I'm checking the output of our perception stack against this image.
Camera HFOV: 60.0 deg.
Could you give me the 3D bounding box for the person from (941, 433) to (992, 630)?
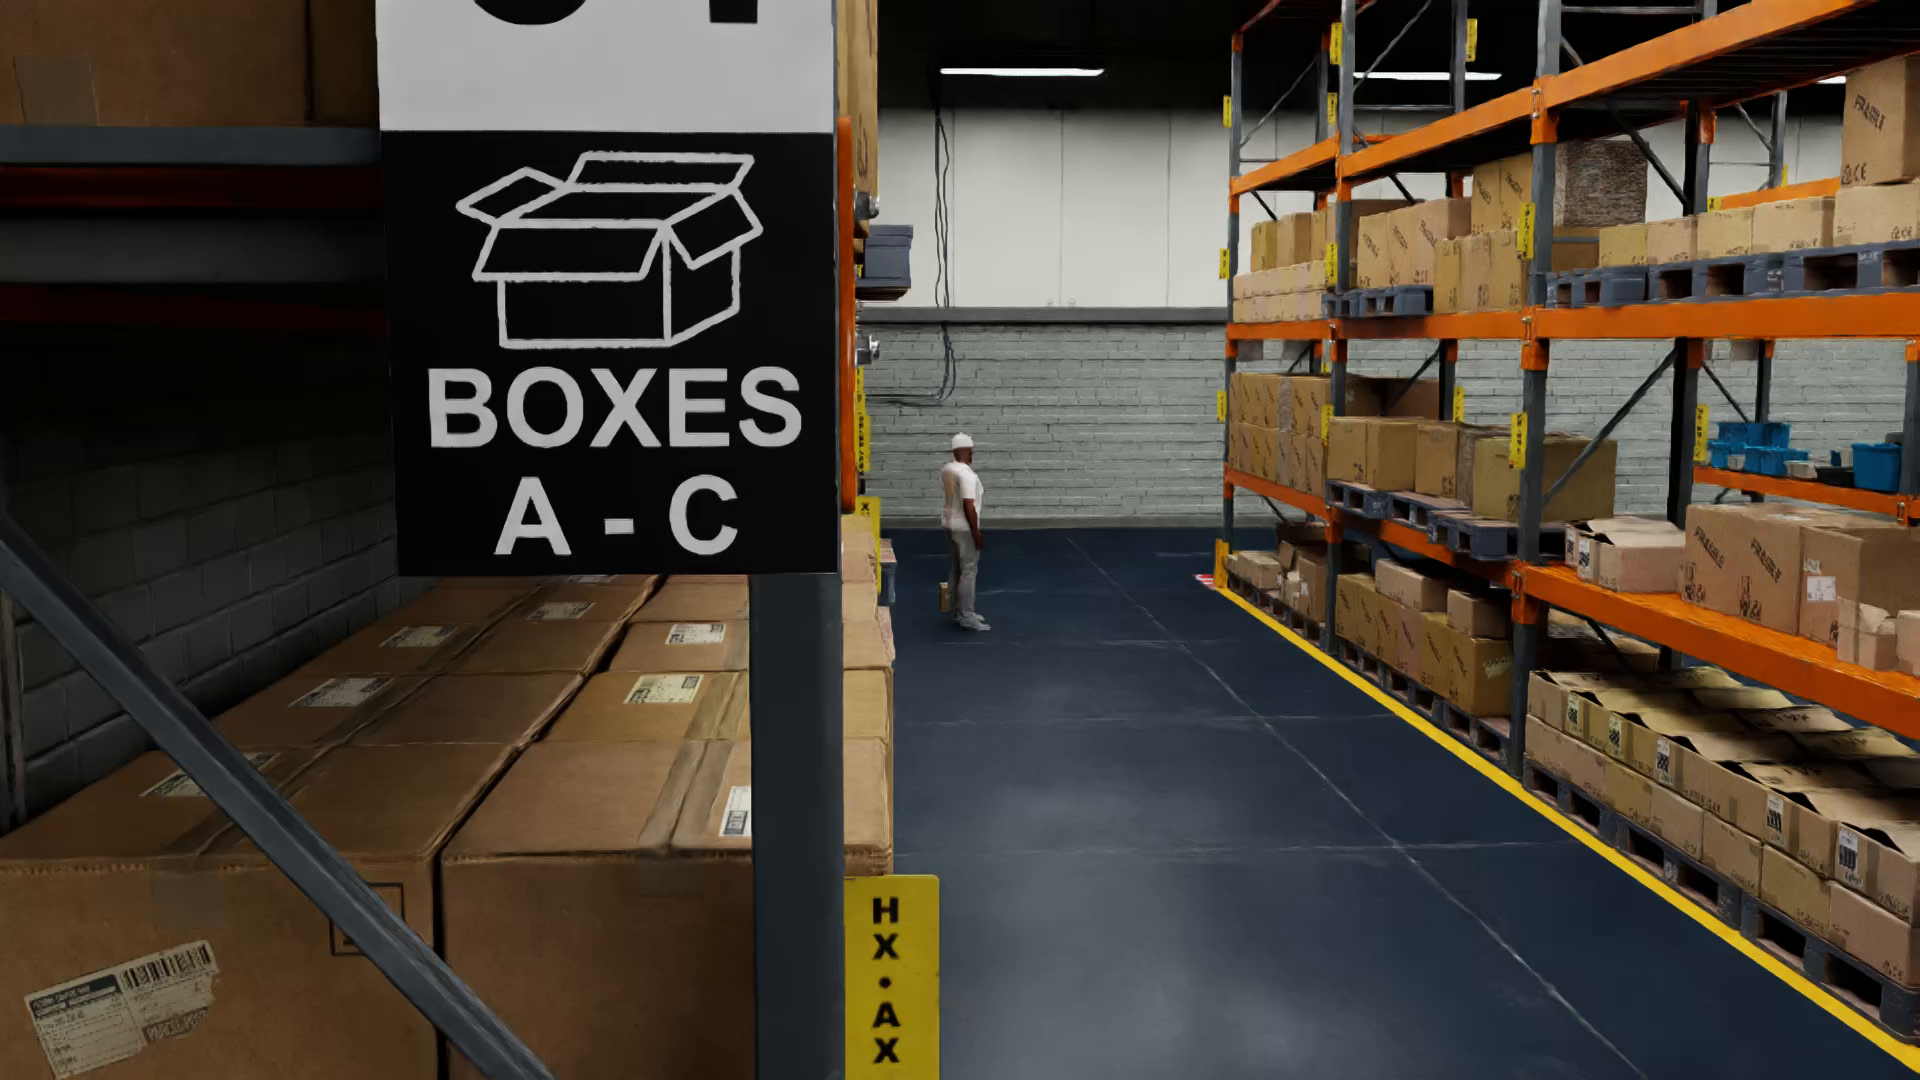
[{"bbox_3d":[0.051,-0.084,15.307,0.413,1.804,0.615,-3,7,-21],"label":"person"}]
